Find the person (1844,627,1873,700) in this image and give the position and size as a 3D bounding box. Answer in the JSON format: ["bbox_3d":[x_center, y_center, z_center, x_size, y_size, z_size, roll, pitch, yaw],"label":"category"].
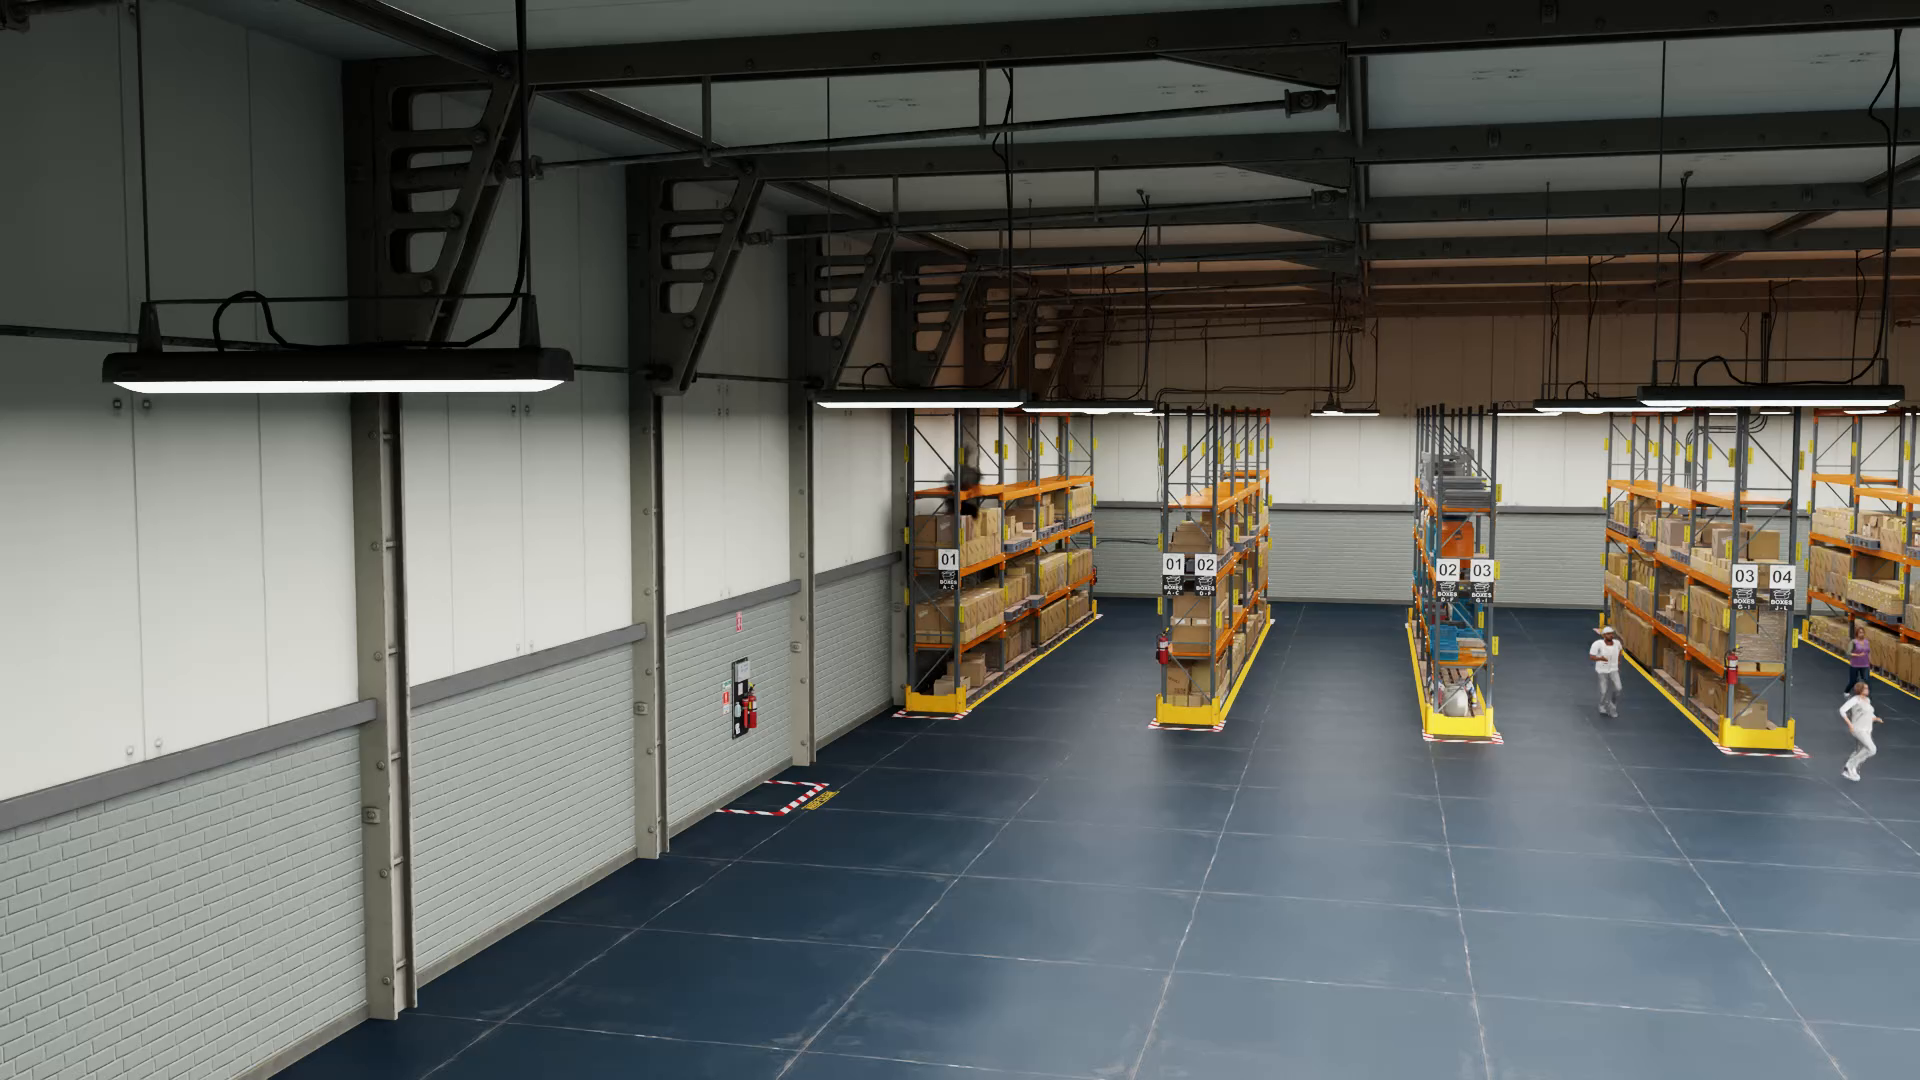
[{"bbox_3d":[17.833,2.520,32.980,0.543,1.564,0.882,0,4,7],"label":"person"}]

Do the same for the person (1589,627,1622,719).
[{"bbox_3d":[12.400,2.532,31.888,0.680,1.768,0.751,0,4,4],"label":"person"}]

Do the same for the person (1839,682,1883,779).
[{"bbox_3d":[14.241,3.020,26.238,0.518,1.565,0.601,-3,5,-36],"label":"person"}]
